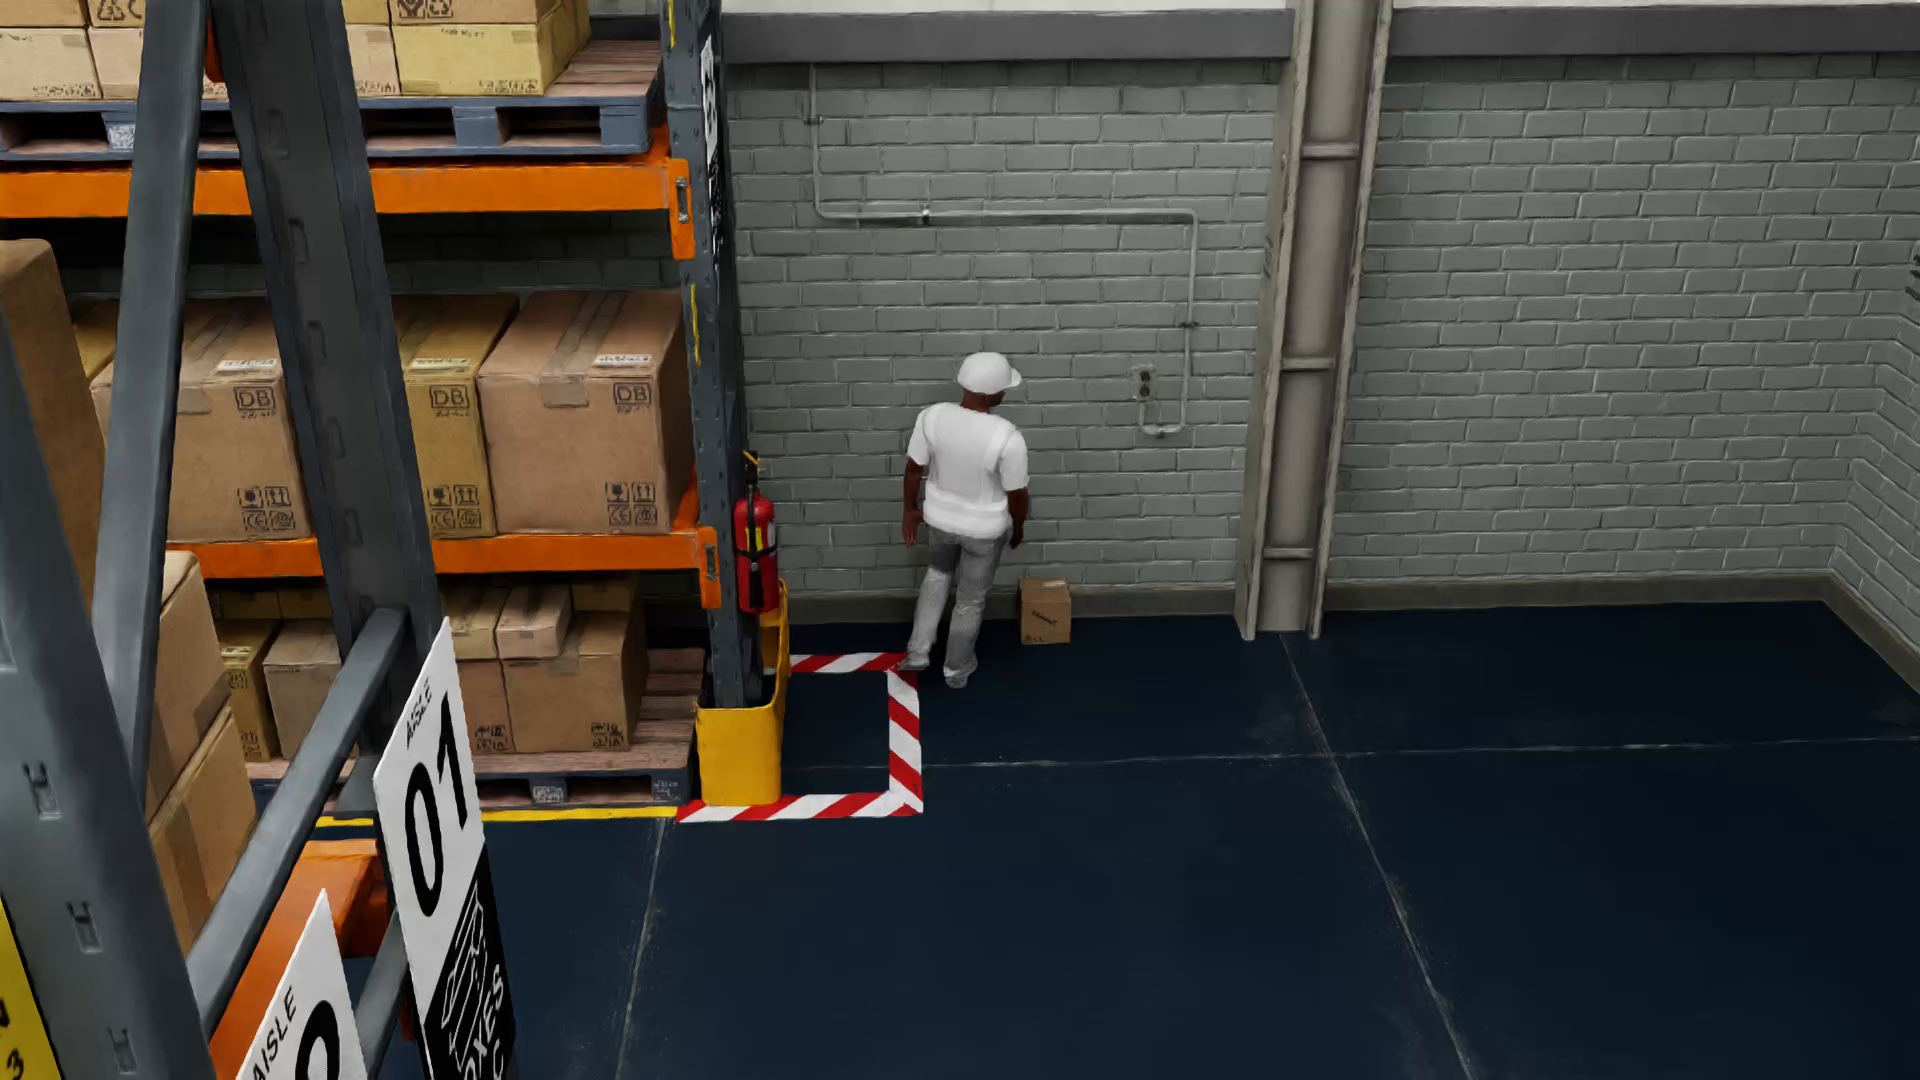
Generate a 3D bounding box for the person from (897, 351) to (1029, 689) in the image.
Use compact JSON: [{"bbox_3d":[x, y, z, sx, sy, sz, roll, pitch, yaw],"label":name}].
[{"bbox_3d":[0.023,-0.083,7.748,0.649,1.756,0.438,12,30,22],"label":"person"}]
